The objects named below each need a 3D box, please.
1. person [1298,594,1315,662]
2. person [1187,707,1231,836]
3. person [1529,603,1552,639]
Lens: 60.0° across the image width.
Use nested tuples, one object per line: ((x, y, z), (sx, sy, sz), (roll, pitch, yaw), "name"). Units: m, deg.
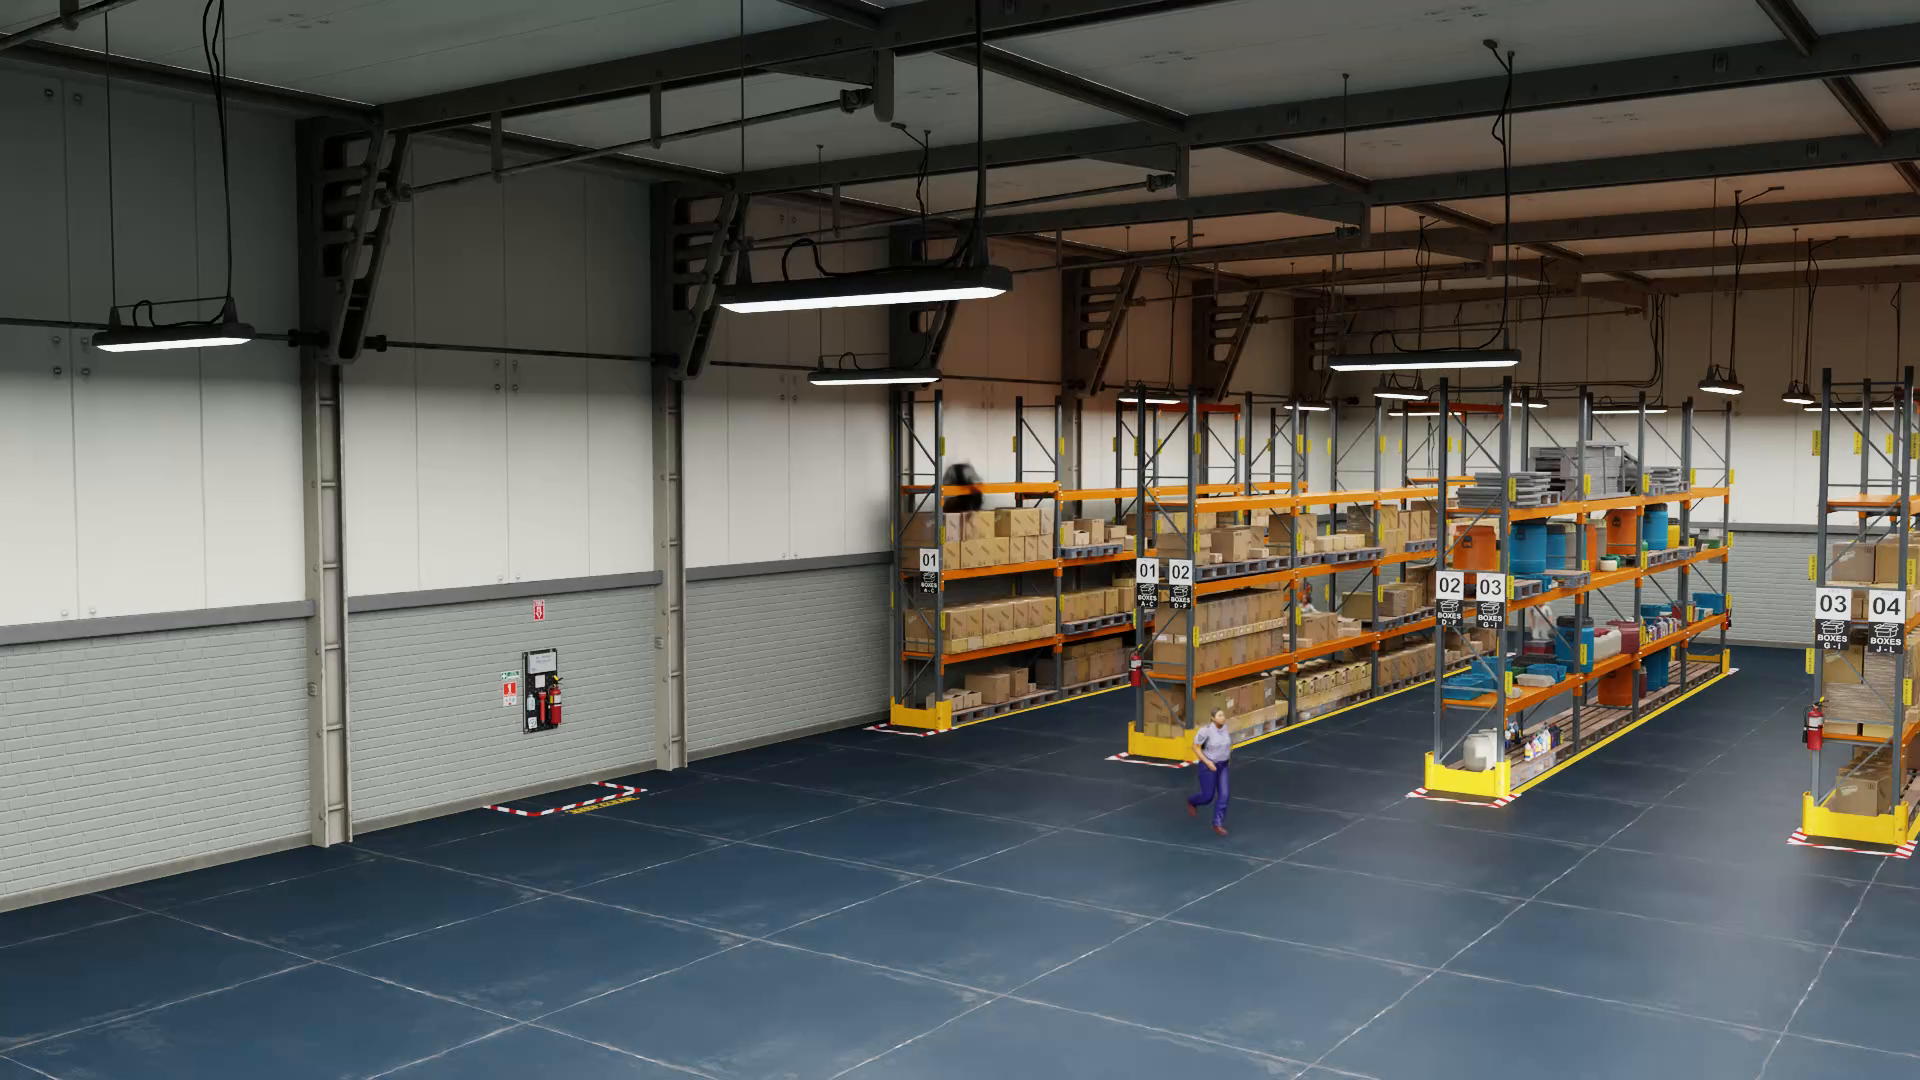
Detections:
((8.037, 2.038, 38.762), (0.547, 1.563, 0.755), (2, 4, 29), "person")
((3.288, 2.988, 21.709), (0.631, 1.635, 0.784), (-2, 4, -31), "person")
((13.142, 2.053, 37.645), (0.514, 1.691, 0.934), (1, 3, 22), "person")
